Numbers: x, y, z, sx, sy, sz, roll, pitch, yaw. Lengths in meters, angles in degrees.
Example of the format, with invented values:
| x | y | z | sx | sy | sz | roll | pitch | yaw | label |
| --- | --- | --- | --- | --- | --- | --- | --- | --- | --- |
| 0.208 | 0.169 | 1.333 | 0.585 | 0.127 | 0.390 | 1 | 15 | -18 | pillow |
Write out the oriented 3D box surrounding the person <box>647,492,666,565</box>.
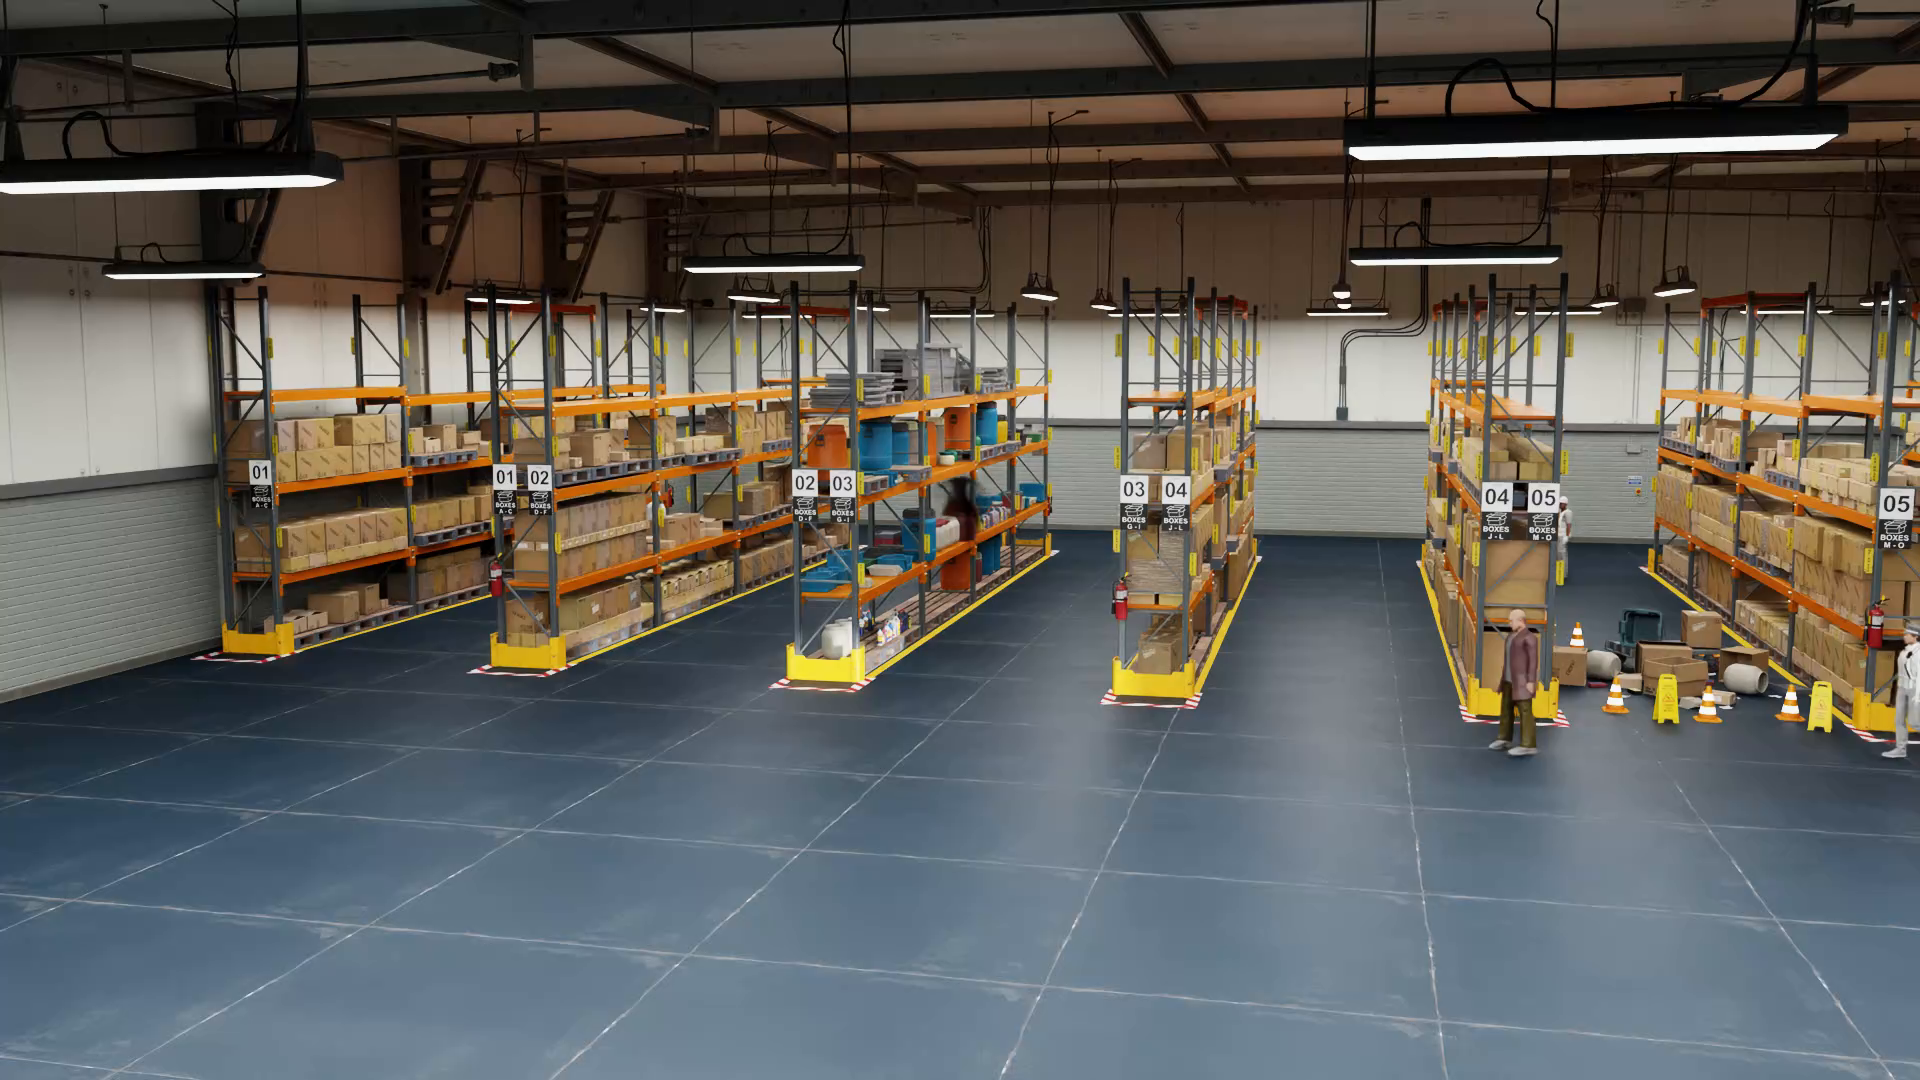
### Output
| x | y | z | sx | sy | sz | roll | pitch | yaw | label |
| --- | --- | --- | --- | --- | --- | --- | --- | --- | --- |
| -6.990 | -0.267 | 38.384 | 0.398 | 1.807 | 0.550 | 2 | 7 | 18 | person |

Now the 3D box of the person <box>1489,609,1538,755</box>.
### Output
| x | y | z | sx | sy | sz | roll | pitch | yaw | label |
| --- | --- | --- | --- | --- | --- | --- | --- | --- | --- |
| 6.869 | 1.745 | 20.660 | 0.455 | 1.775 | 0.631 | -2 | 7 | -20 | person |

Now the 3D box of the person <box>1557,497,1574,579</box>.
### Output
| x | y | z | sx | sy | sz | roll | pitch | yaw | label |
| --- | --- | --- | --- | --- | --- | --- | --- | --- | --- |
| 13.191 | -0.058 | 36.419 | 0.431 | 1.788 | 0.615 | 2 | 7 | 21 | person |

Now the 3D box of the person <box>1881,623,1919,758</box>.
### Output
| x | y | z | sx | sy | sz | roll | pitch | yaw | label |
| --- | --- | --- | --- | --- | --- | --- | --- | --- | --- |
| 11.655 | 1.840 | 20.260 | 0.656 | 1.674 | 0.470 | -1 | 7 | -5 | person |
